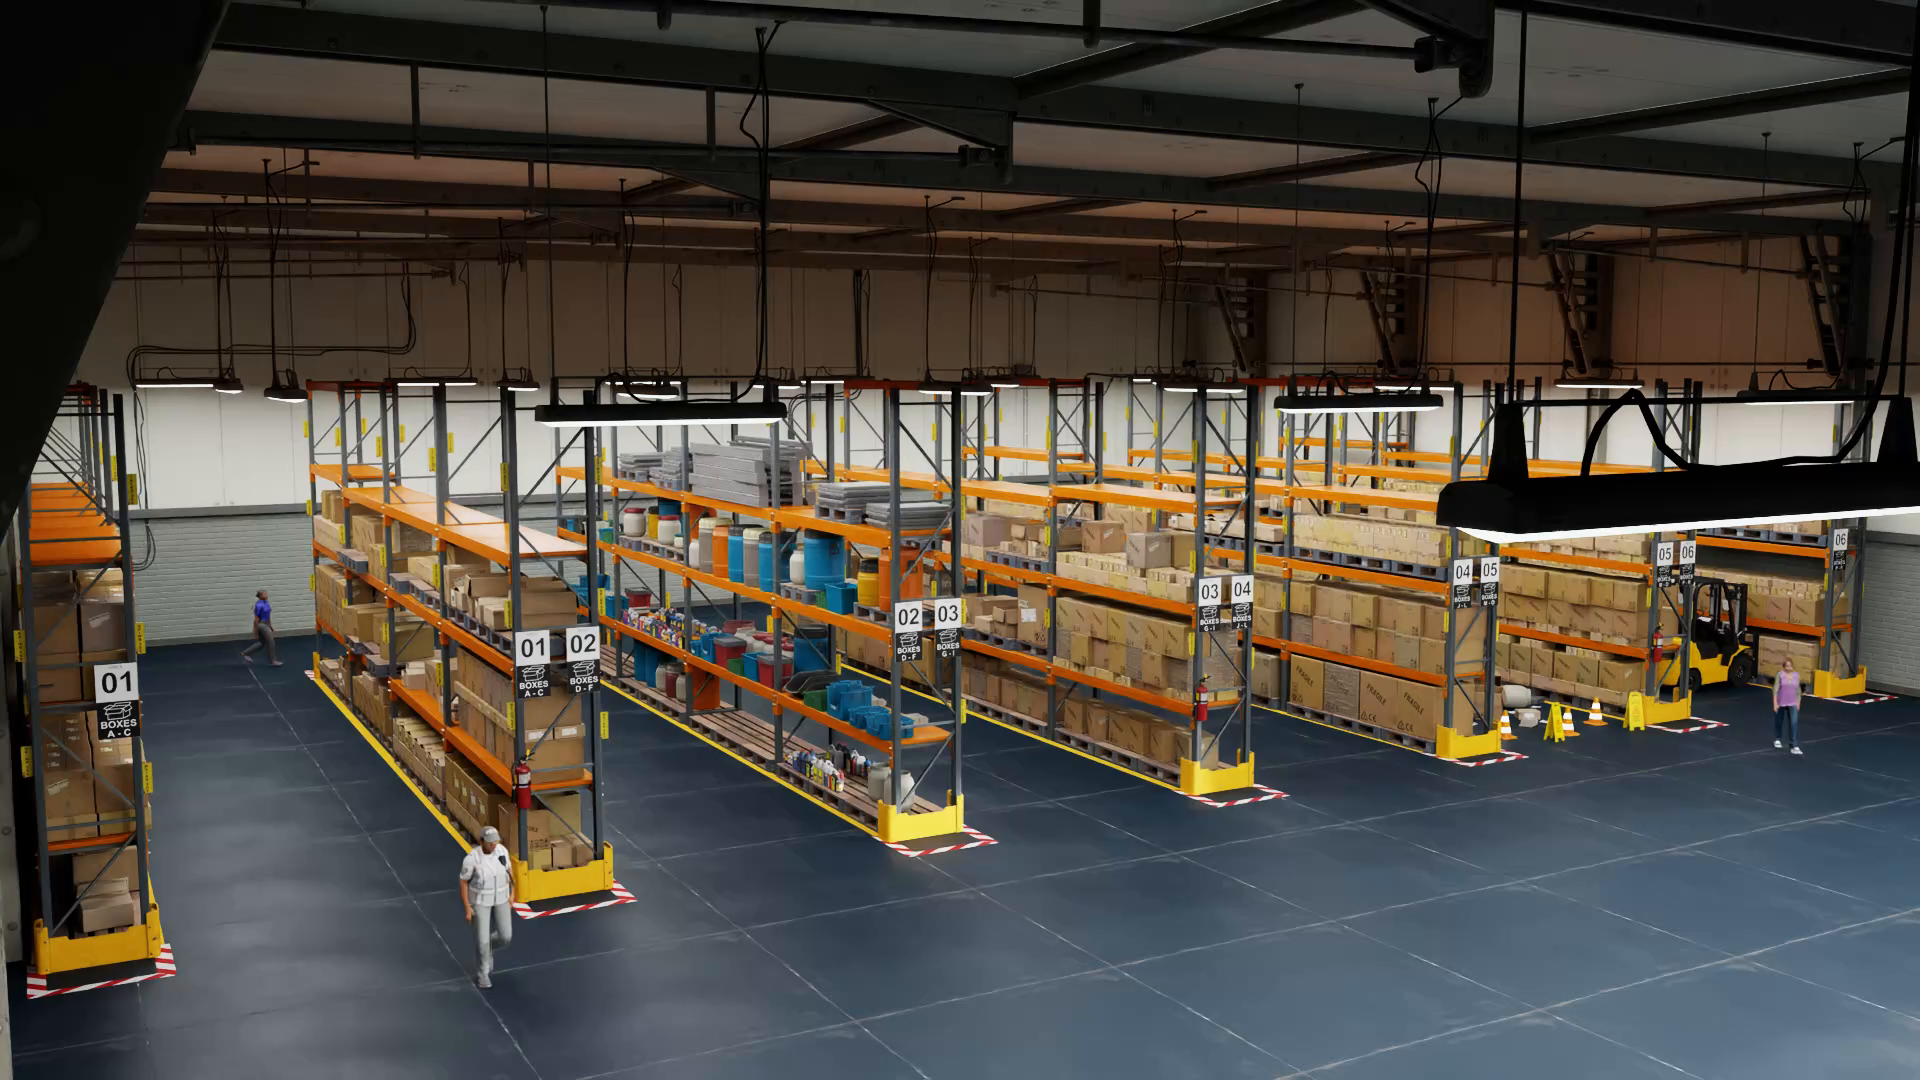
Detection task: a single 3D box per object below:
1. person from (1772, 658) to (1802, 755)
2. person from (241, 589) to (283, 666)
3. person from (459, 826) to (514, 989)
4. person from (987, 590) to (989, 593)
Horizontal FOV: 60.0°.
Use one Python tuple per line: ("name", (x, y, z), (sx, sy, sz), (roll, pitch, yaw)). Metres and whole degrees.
("person", (13.428, 2.679, 27.000), (0.442, 1.540, 0.979), (2, 7, 21))
("person", (-14.614, 1.819, 34.748), (0.868, 1.617, 0.445), (-1, 6, -8))
("person", (-4.858, 3.716, 17.070), (0.571, 1.647, 0.572), (-5, 8, -37))
("person", (0.492, 1.823, 34.226), (0.636, 1.705, 1.077), (-3, 7, -25))
